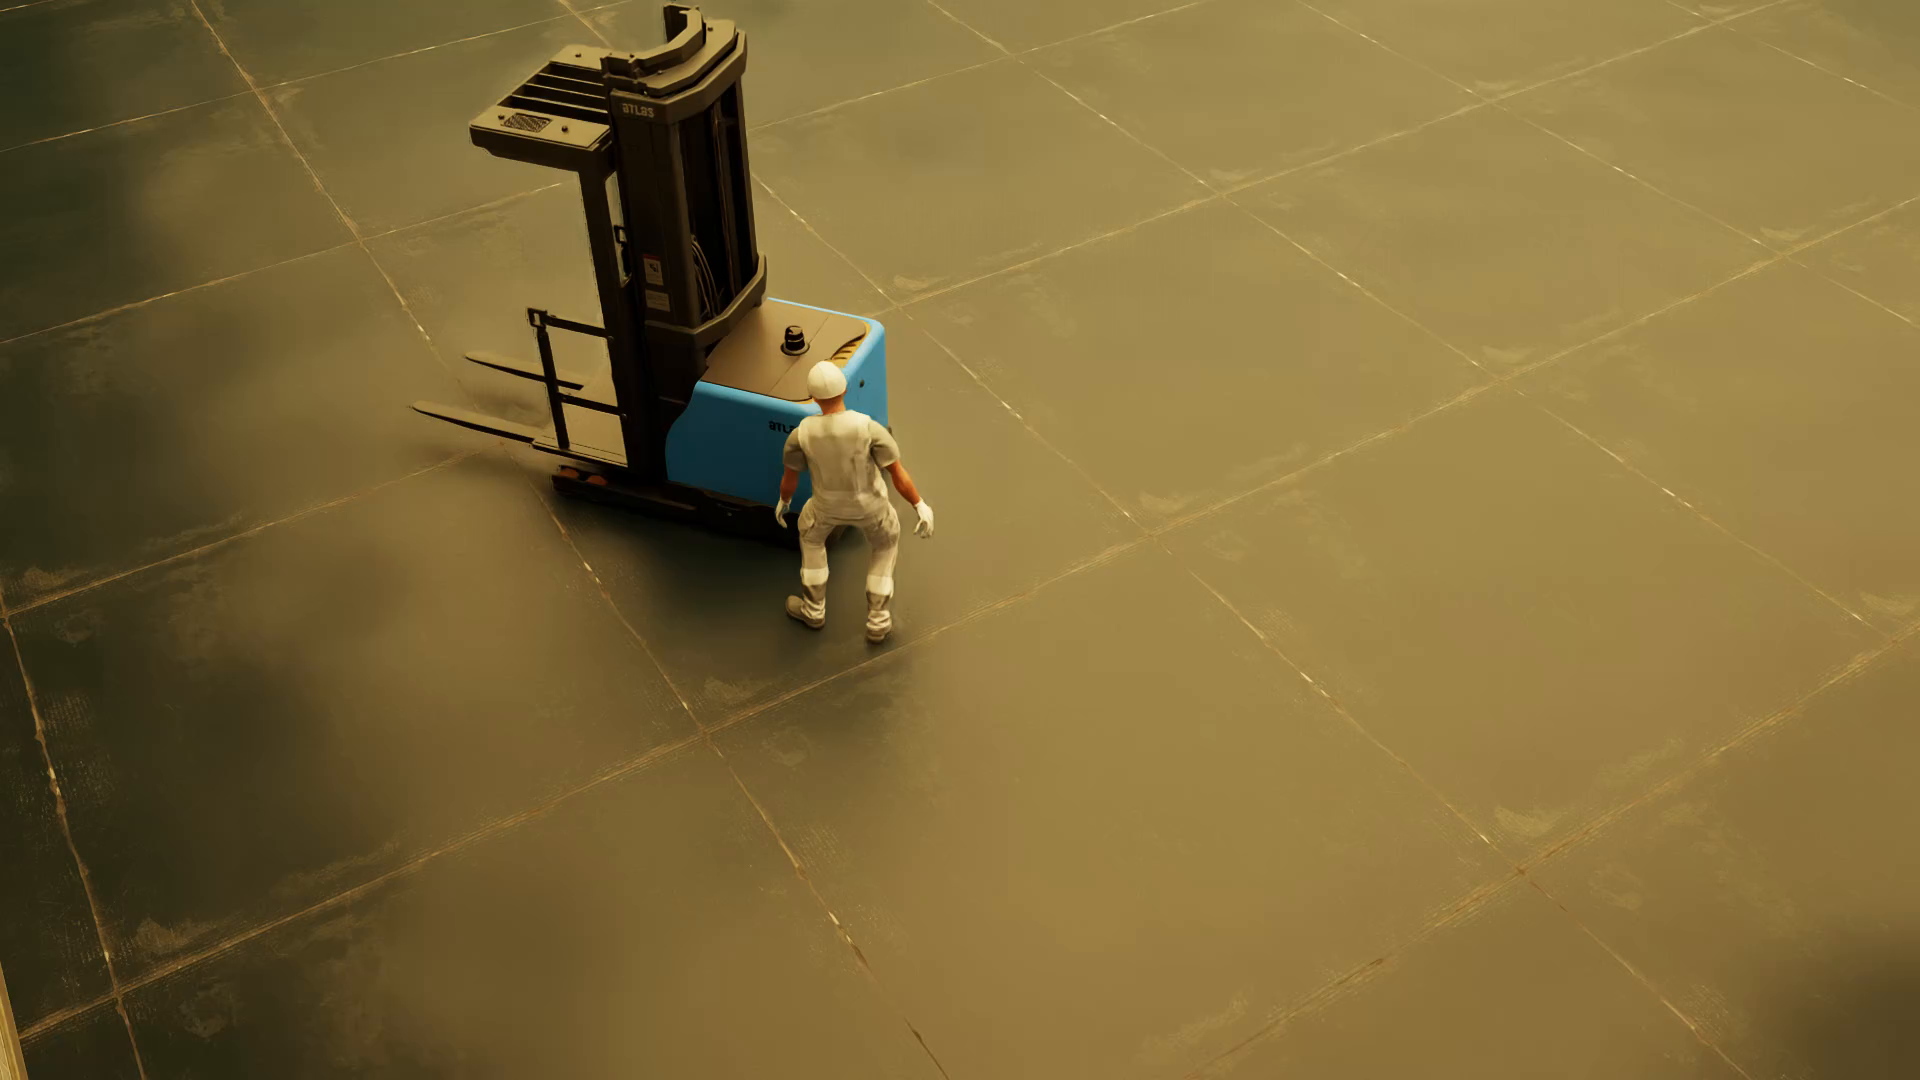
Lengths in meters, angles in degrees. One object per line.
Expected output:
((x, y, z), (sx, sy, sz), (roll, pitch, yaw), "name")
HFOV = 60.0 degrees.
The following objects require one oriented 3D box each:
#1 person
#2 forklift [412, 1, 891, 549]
((-0.576, -0.183, 9.015), (0.895, 1.704, 0.500), (6, 42, 7), "person")
((-2.008, -1.652, 9.762), (3.031, 2.935, 1.130), (14, 43, 15), "forklift")
